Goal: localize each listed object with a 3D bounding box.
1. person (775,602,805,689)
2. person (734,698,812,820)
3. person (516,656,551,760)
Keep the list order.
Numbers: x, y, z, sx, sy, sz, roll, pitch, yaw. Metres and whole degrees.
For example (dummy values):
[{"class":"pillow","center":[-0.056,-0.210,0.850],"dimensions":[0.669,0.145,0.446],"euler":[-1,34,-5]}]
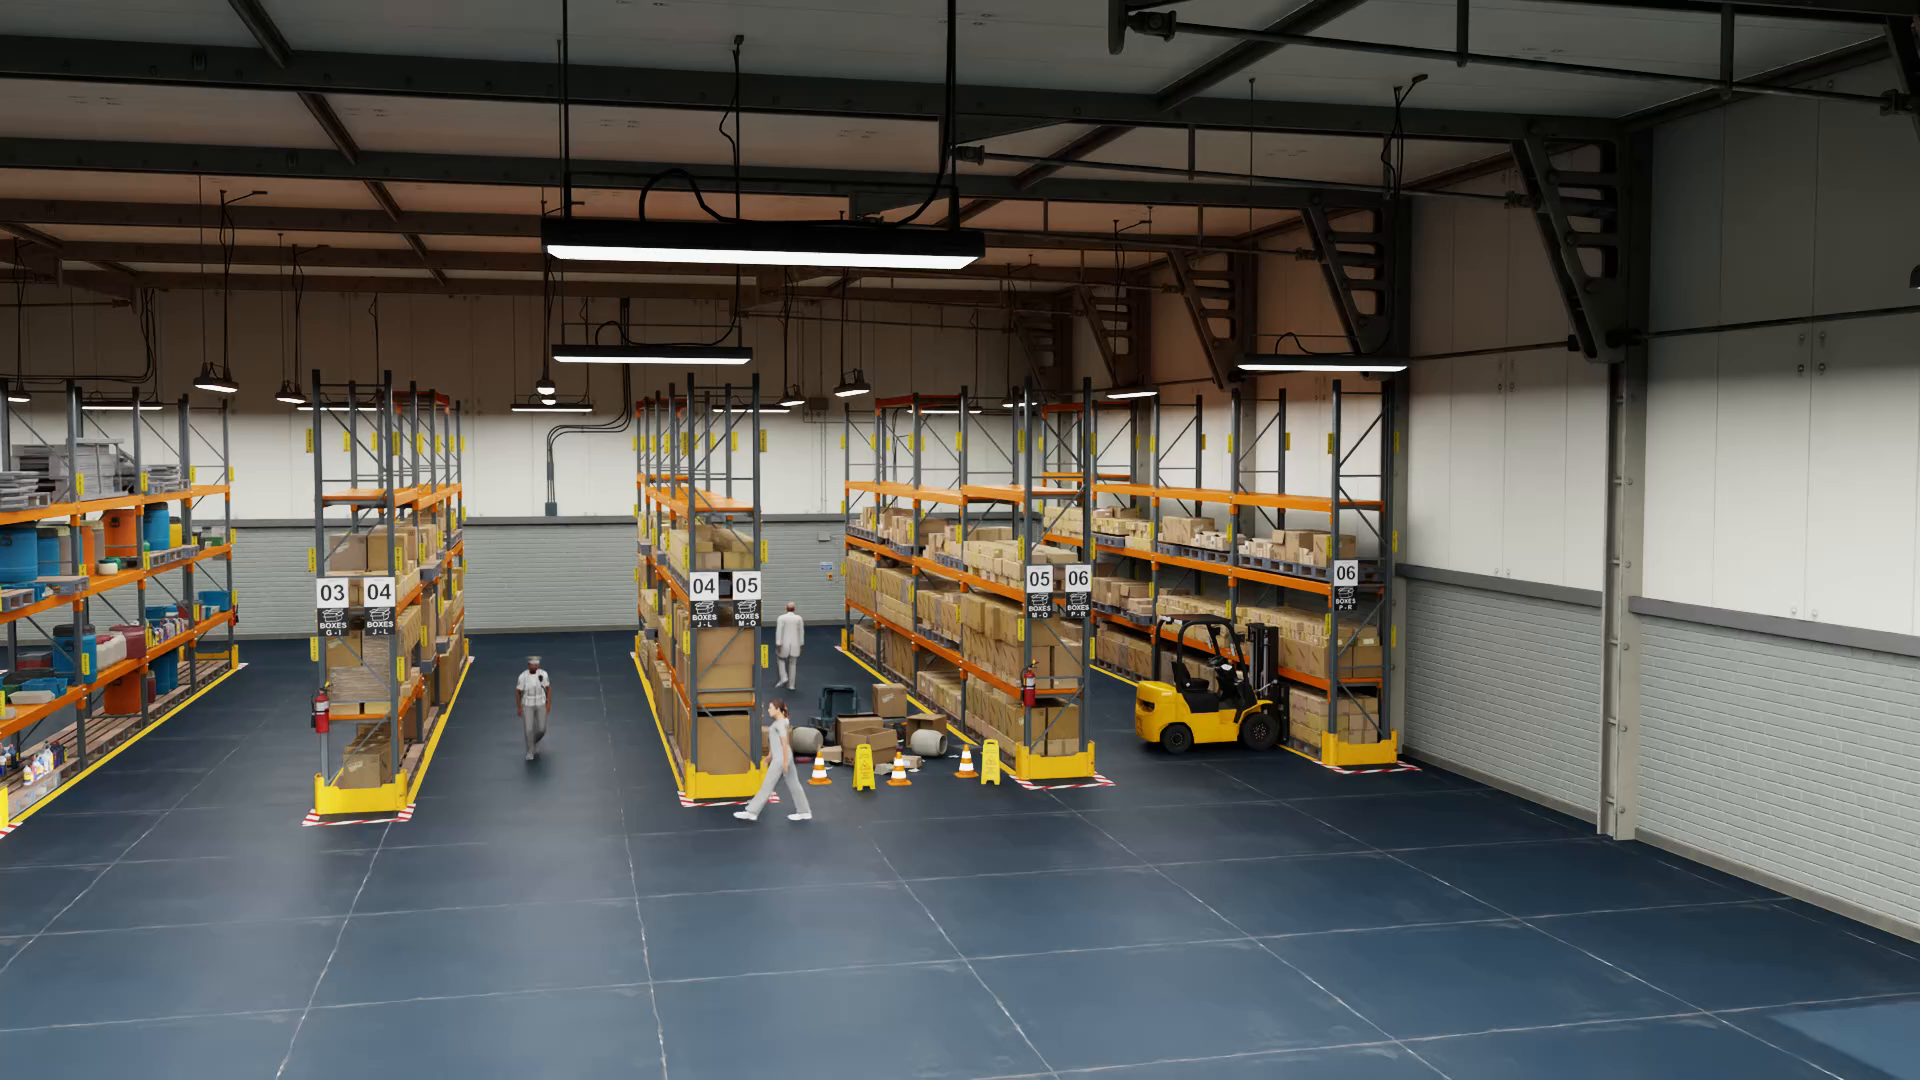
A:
[{"class":"person","center":[-3.470,2.141,33.917],"dimensions":[0.601,1.772,0.488],"euler":[-1,3,-13]},{"class":"person","center":[-2.460,2.896,21.964],"dimensions":[0.999,1.620,0.470],"euler":[0,3,2]},{"class":"person","center":[-6.824,2.651,26.603],"dimensions":[0.540,1.659,0.555],"euler":[-1,3,-18]}]
